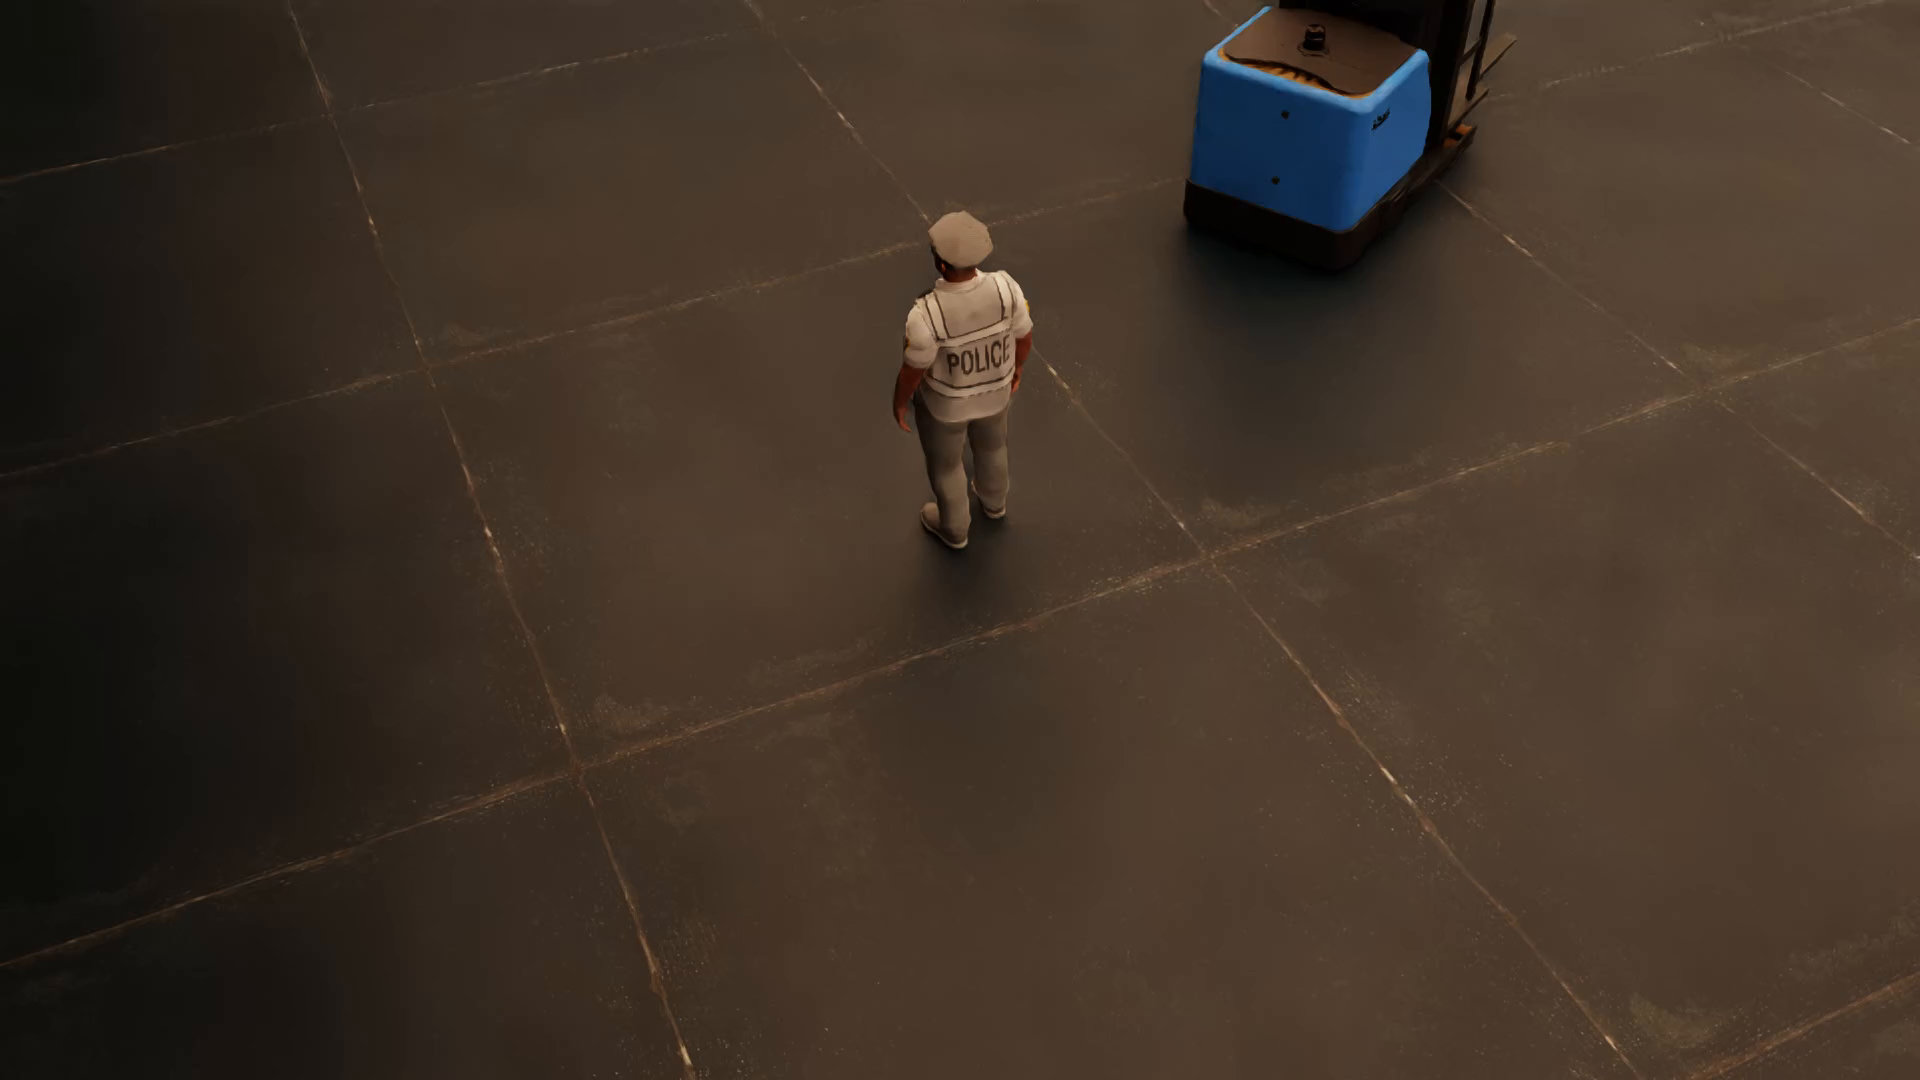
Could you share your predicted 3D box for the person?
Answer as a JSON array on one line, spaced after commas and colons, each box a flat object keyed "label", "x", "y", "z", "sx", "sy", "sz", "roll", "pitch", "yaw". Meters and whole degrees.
[{"label": "person", "x": -0.022, "y": -0.708, "z": 7.271, "sx": 0.640, "sy": 1.778, "sz": 0.574, "roll": -18, "pitch": 46, "yaw": -18}]

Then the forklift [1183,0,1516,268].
[{"label": "forklift", "x": 2.572, "y": -3.569, "z": 9.505, "sx": 1.130, "sy": 2.935, "sz": 3.031, "roll": 26, "pitch": 49, "yaw": 25}]
